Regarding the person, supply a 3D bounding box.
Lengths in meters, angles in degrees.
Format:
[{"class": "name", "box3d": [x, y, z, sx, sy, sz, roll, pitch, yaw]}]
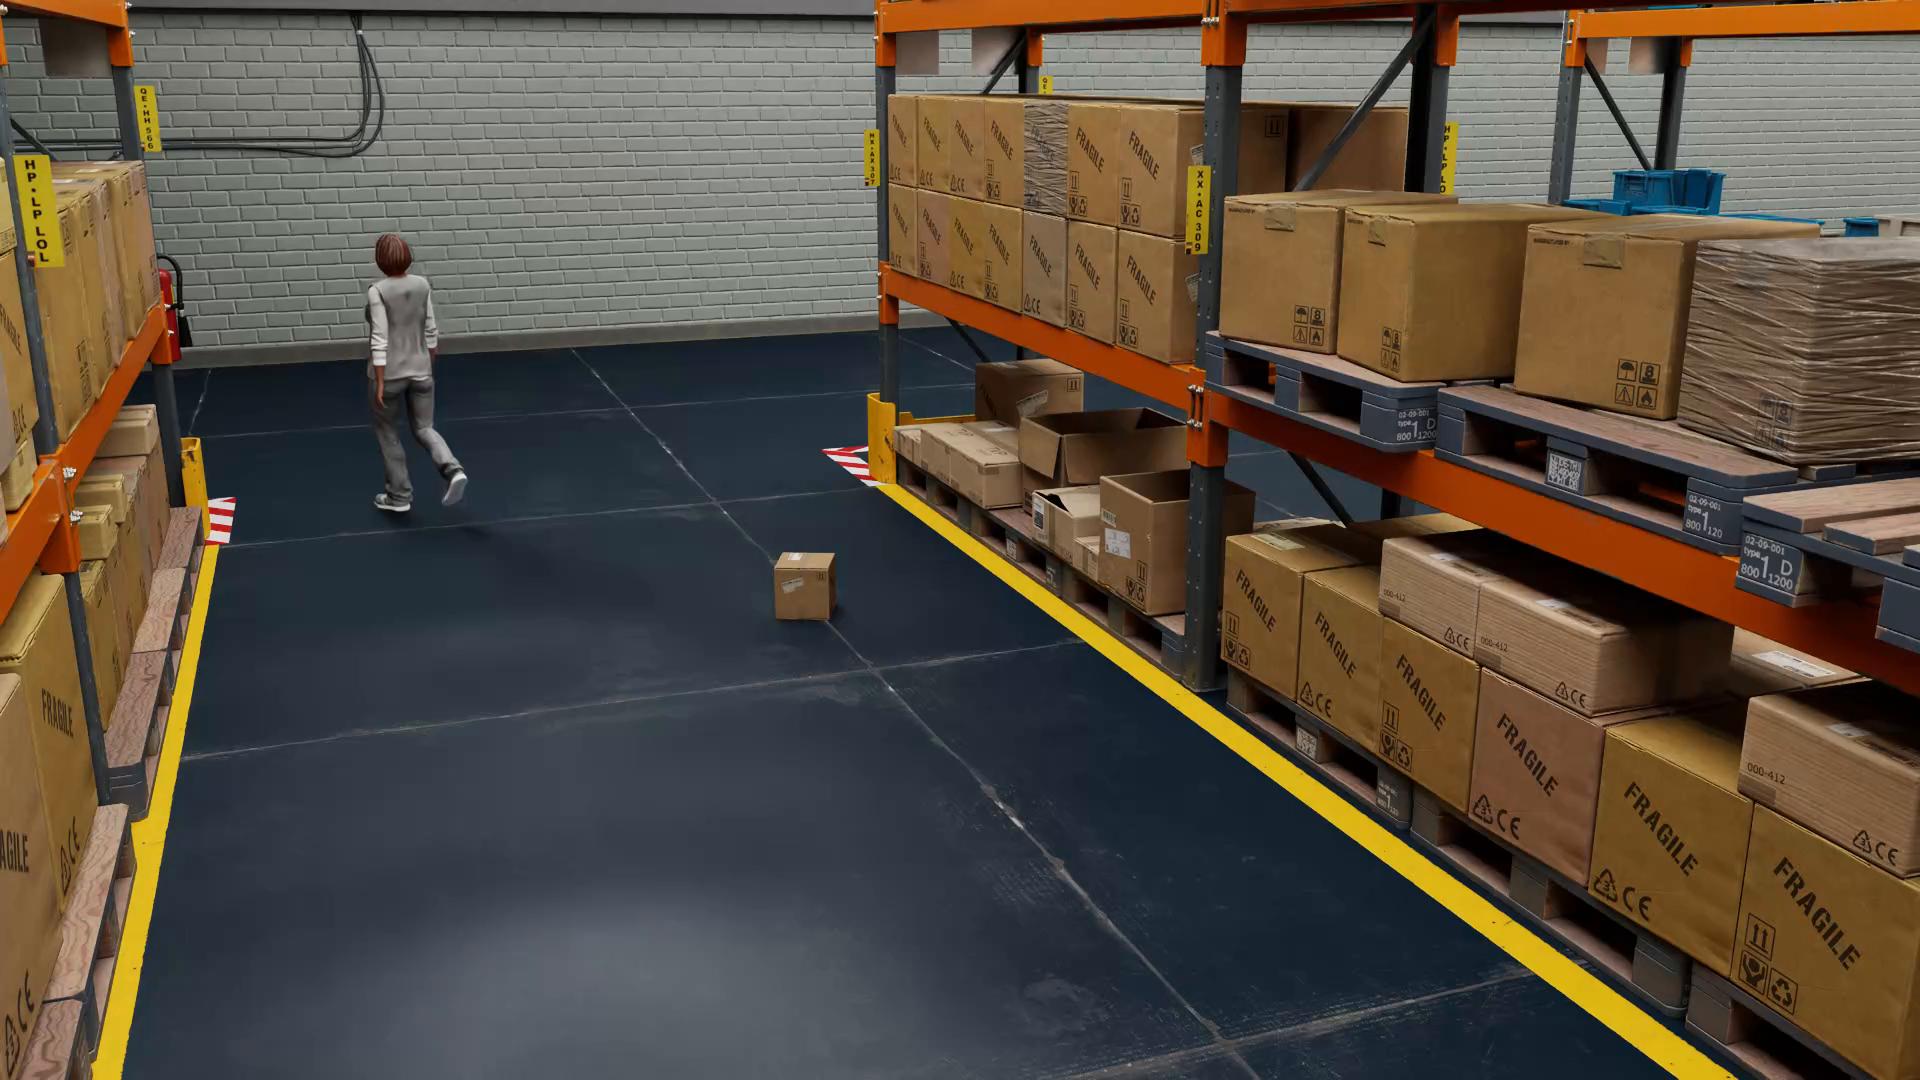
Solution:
[{"class": "person", "box3d": [-3.053, -0.904, 9.183, 0.708, 1.568, 0.416, 14, 21, 41]}]
